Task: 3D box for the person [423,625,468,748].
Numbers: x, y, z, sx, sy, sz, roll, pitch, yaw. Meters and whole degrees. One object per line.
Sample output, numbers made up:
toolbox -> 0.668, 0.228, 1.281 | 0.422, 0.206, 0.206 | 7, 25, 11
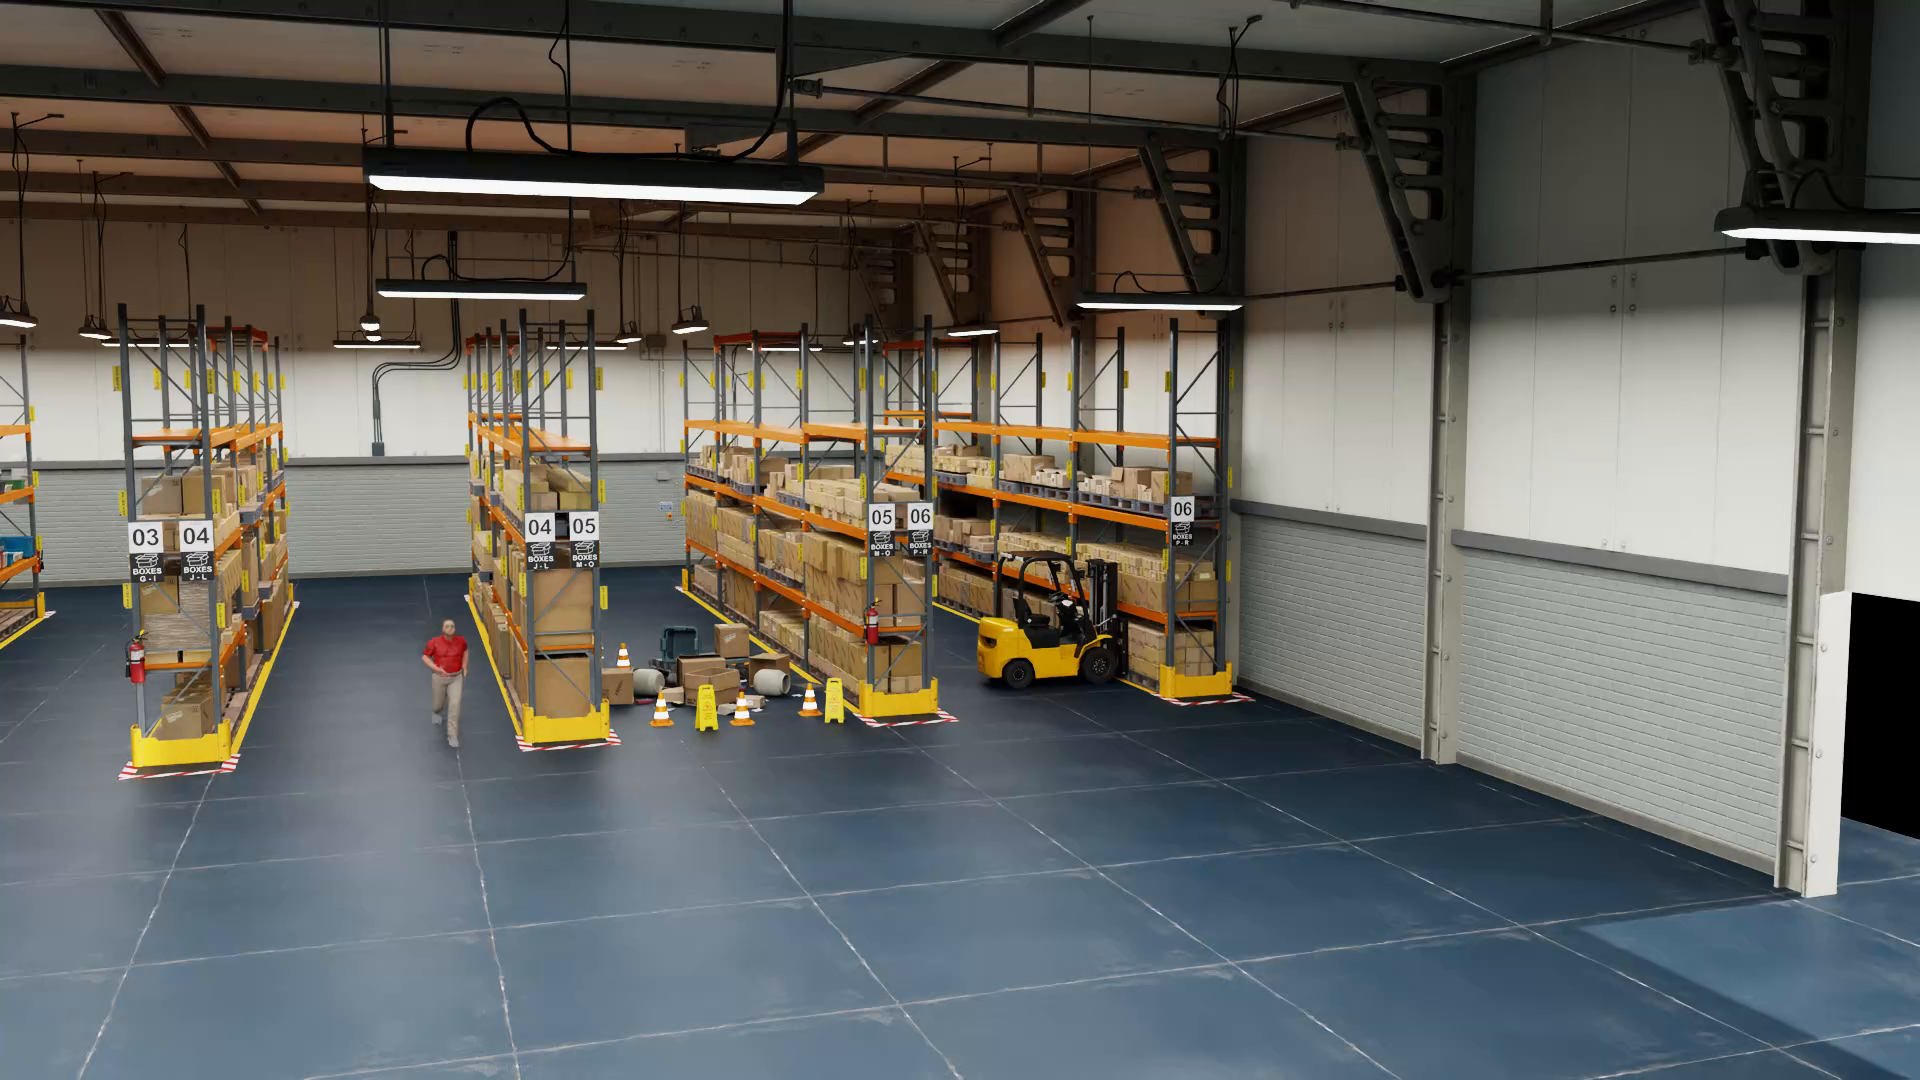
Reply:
person -> -7.172, 2.000, 23.256 | 0.632, 1.664, 1.106 | -2, 6, -24
